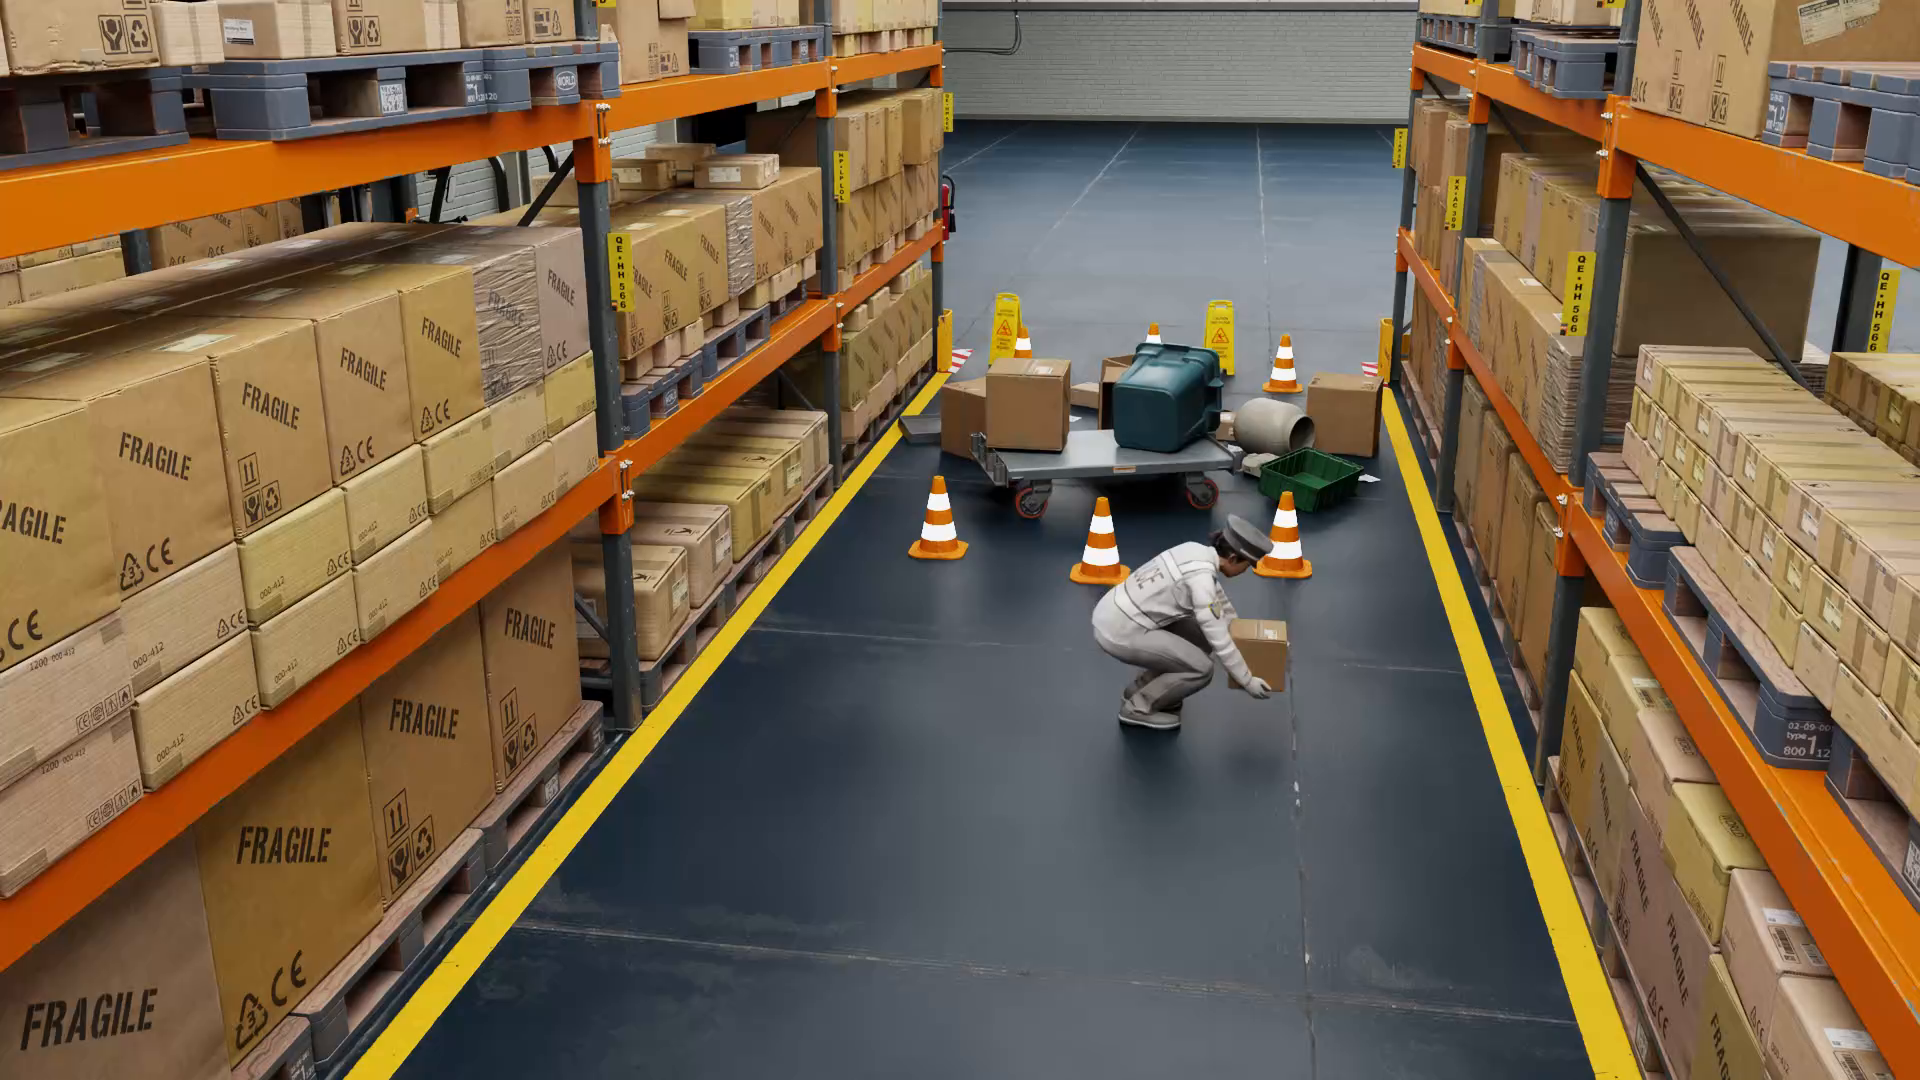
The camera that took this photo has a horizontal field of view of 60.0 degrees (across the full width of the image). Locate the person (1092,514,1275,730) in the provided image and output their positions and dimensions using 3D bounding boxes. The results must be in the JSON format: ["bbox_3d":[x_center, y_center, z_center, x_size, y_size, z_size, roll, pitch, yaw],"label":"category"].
[{"bbox_3d":[1.017,0.361,7.592,0.821,0.965,0.497,3,18,9],"label":"person"}]
